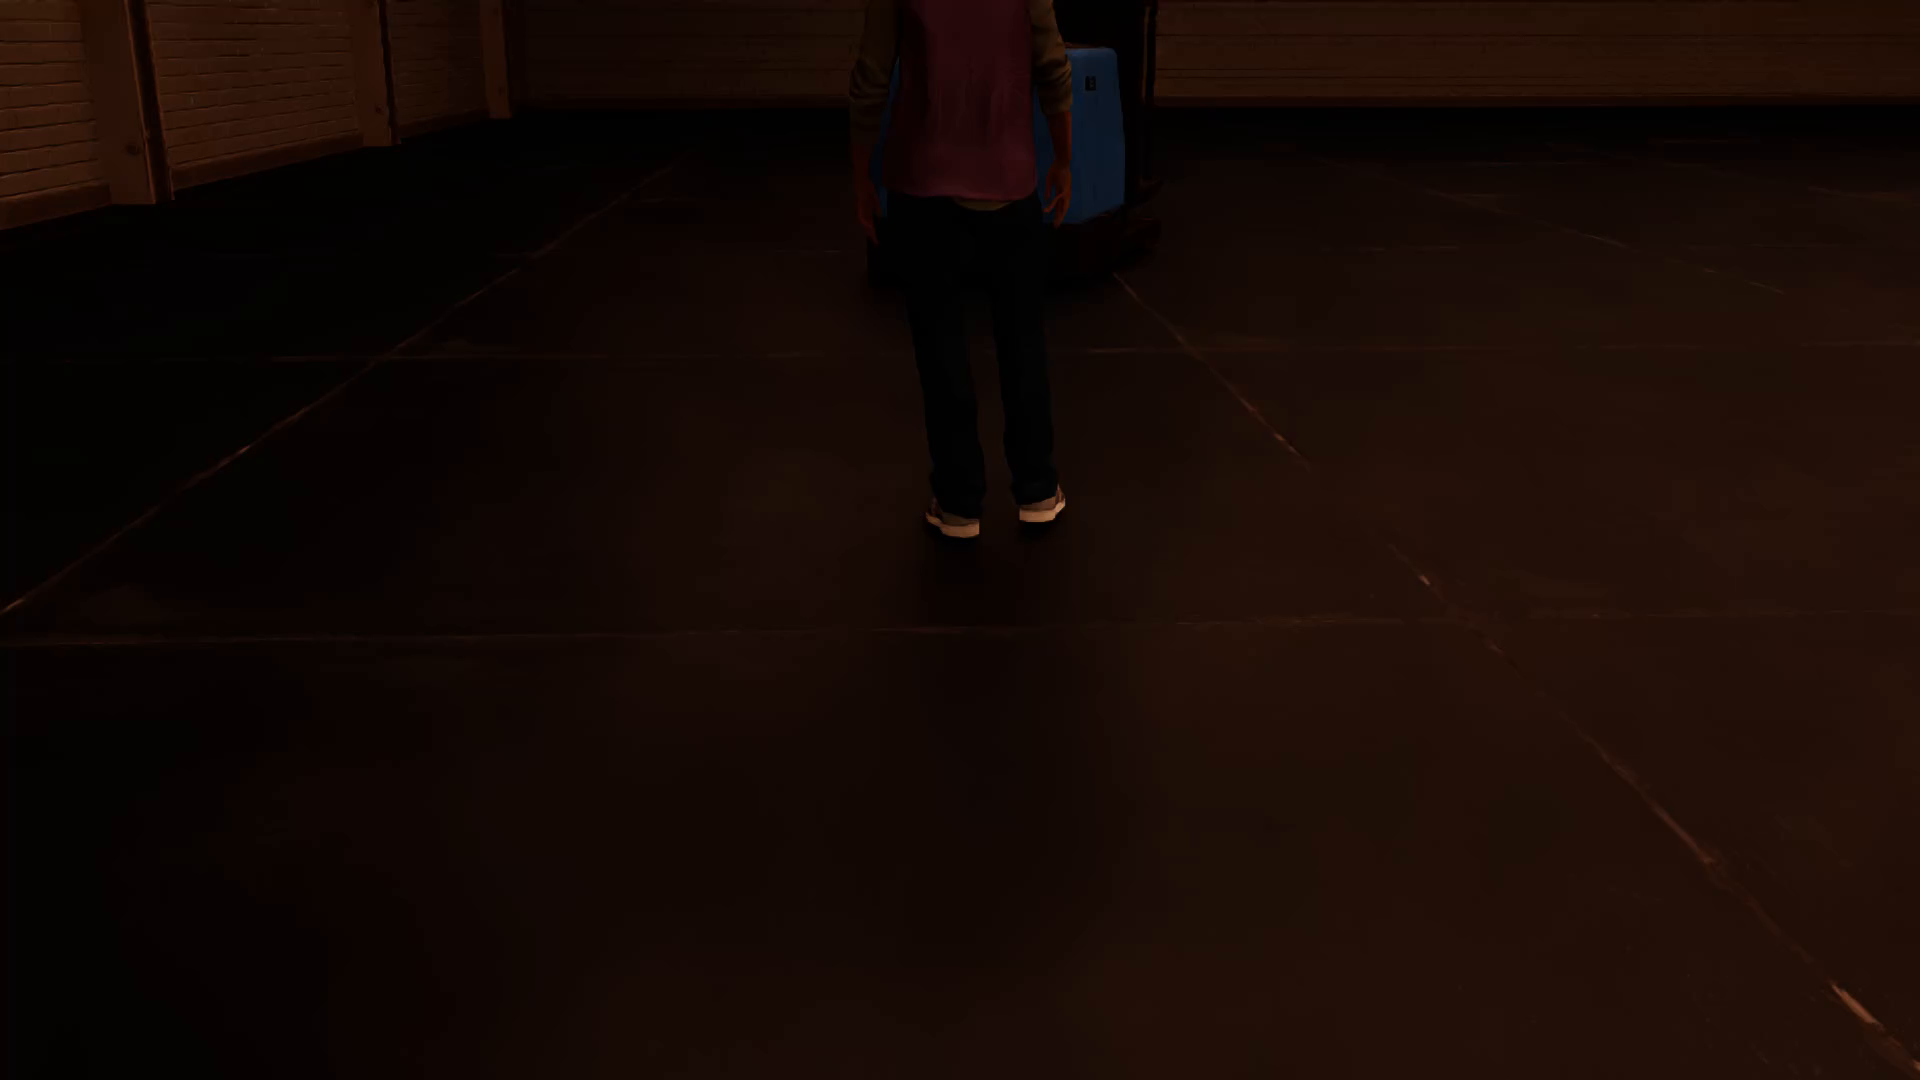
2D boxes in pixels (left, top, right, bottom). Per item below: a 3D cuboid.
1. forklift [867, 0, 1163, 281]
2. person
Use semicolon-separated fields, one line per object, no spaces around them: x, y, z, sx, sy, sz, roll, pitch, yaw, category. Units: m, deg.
0.478;-2.993;8.692;1.130;2.935;3.031;5;18;16;forklift
0.010;-0.792;3.754;0.520;1.597;0.474;-1;17;-3;person
